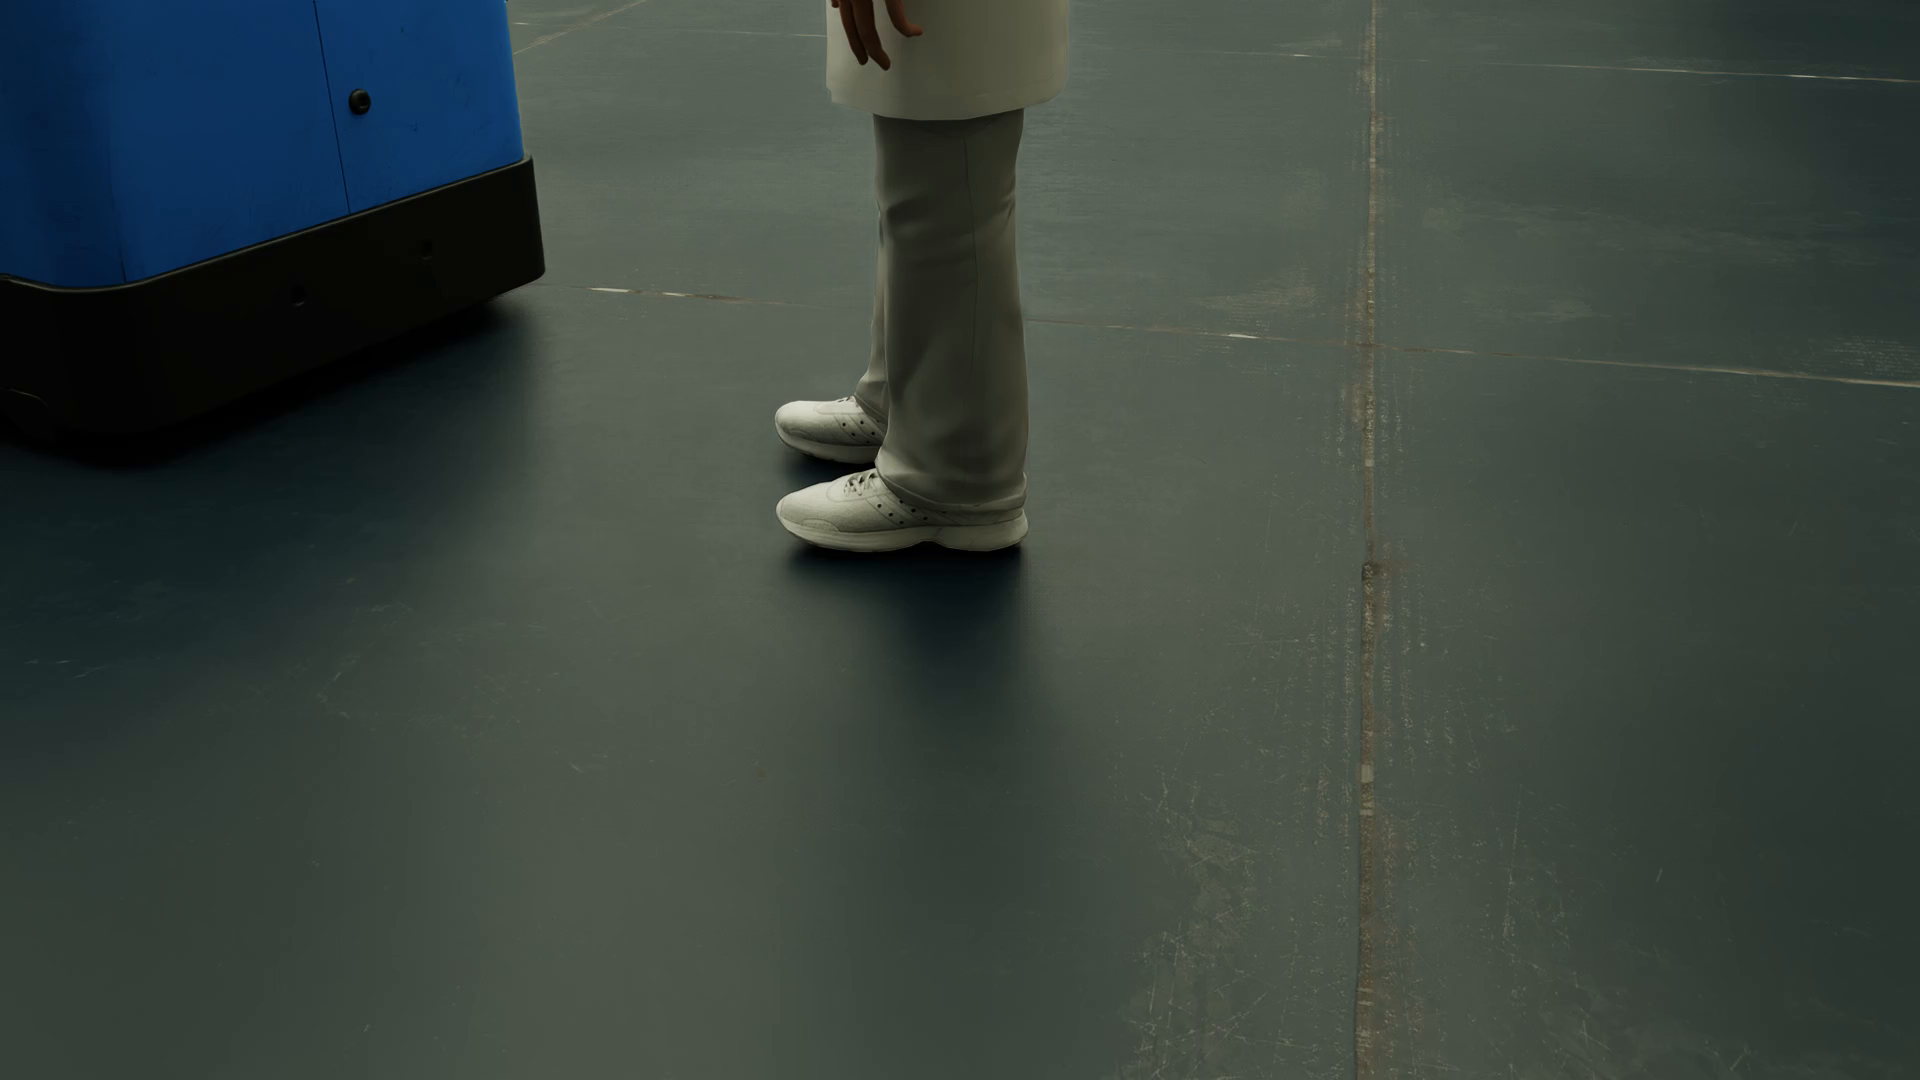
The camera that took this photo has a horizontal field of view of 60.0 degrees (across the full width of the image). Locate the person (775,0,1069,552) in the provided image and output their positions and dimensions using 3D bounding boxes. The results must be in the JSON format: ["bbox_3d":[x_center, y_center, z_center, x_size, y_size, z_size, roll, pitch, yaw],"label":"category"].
[{"bbox_3d":[-0.088,-0.811,2.118,0.578,1.777,0.698,6,27,11],"label":"person"}]

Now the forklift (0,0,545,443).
[{"bbox_3d":[-2.398,-1.933,3.078,3.031,2.935,1.130,14,30,26],"label":"forklift"}]
